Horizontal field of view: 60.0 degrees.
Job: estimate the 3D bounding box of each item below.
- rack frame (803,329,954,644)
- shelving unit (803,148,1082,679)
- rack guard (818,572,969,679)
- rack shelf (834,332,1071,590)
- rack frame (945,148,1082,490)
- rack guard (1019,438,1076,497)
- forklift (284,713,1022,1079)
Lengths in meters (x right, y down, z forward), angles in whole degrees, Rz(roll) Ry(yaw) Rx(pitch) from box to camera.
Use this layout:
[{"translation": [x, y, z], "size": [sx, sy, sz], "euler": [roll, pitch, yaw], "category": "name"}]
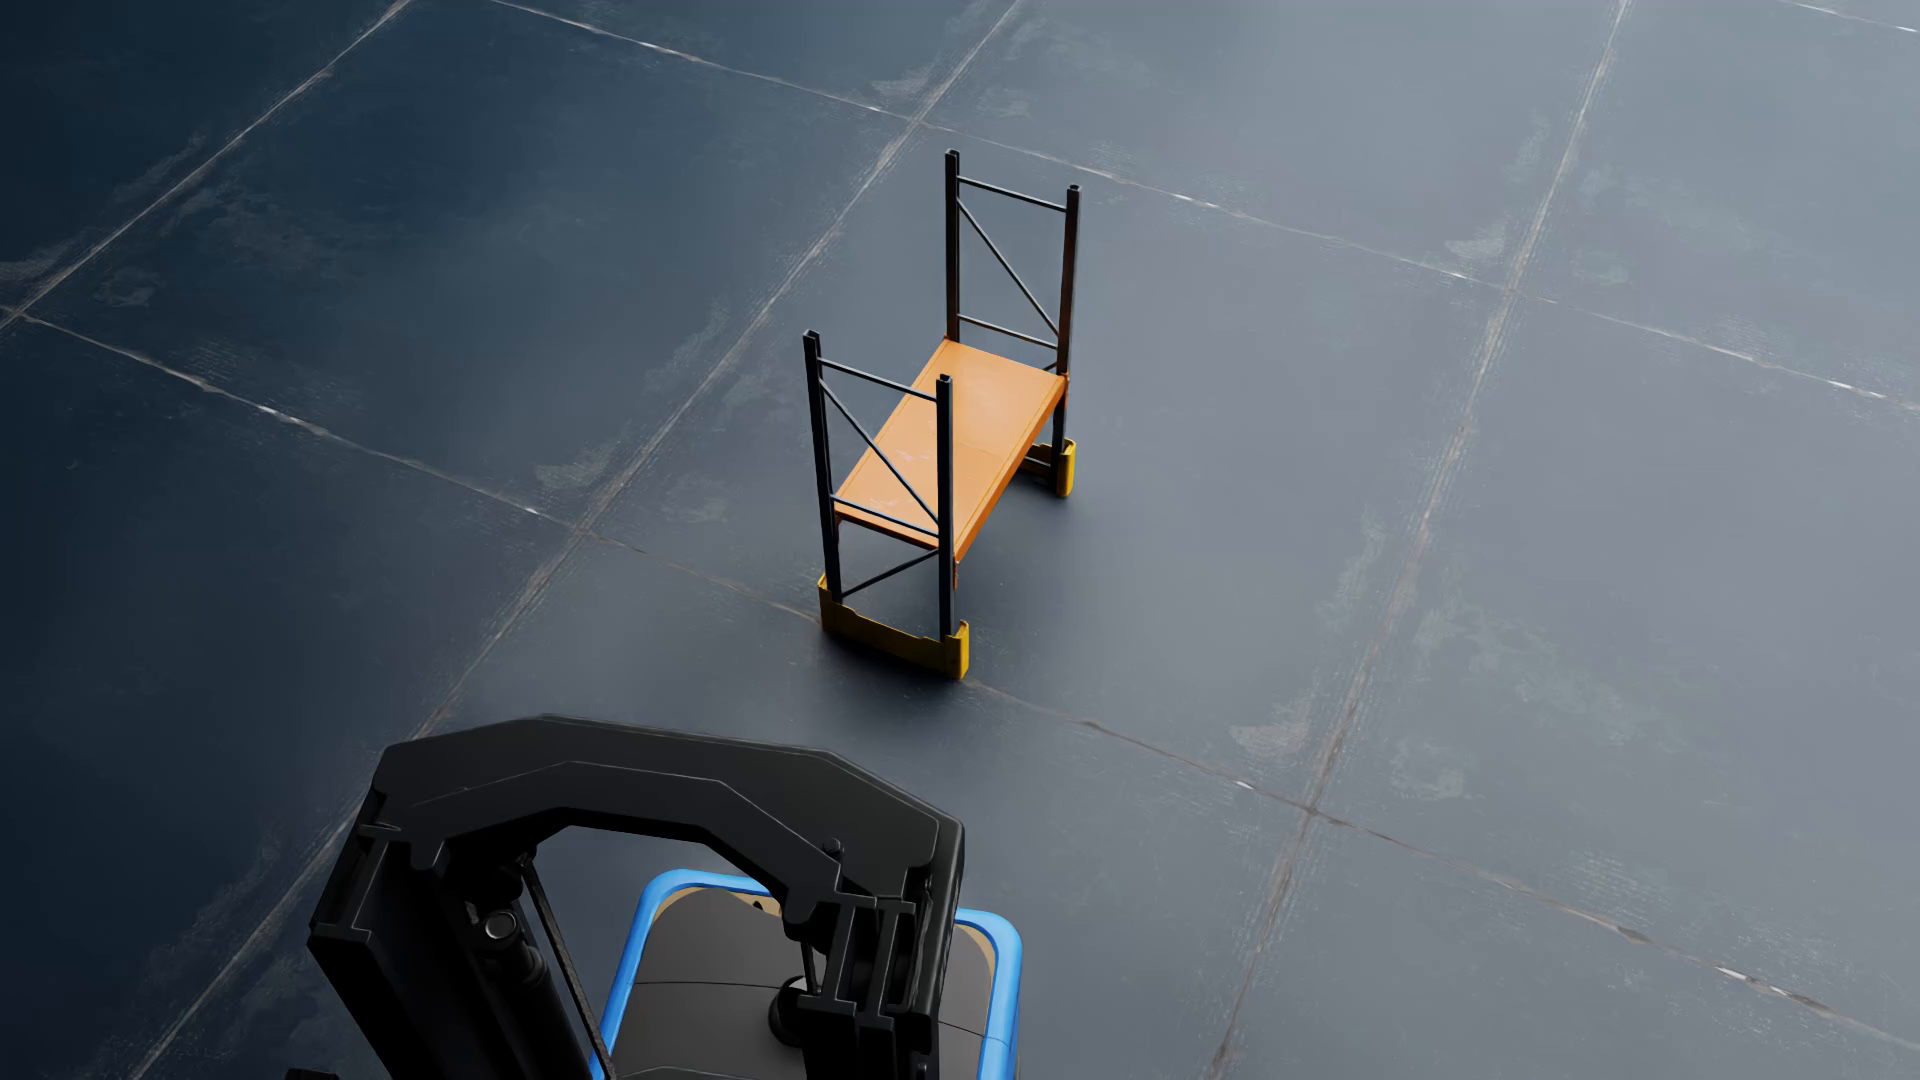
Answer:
[{"translation": [-0.254, -0.077, 5.646], "size": [0.500, 1.500, 0.032], "euler": [20, 52, 16], "category": "rack frame"}, {"translation": [-0.033, -0.434, 5.949], "size": [0.587, 1.500, 1.083], "euler": [20, 52, 16], "category": "shelving unit"}, {"translation": [-0.245, 0.314, 6.133], "size": [0.587, 0.250, 0.087], "euler": [20, 52, 16], "category": "rack guard"}, {"translation": [-0.036, -0.311, 6.081], "size": [0.538, 0.185, 1.000], "euler": [20, 52, 16], "category": "rack shelf"}, {"translation": [0.181, -0.777, 6.242], "size": [0.500, 1.500, 0.032], "euler": [20, 52, 16], "category": "rack frame"}, {"translation": [0.180, -0.371, 6.717], "size": [0.587, 0.250, 0.087], "euler": [20, 52, 16], "category": "rack guard"}, {"translation": [-0.561, 1.782, 3.124], "size": [1.130, 2.935, 3.031], "euler": [7, 50, 6], "category": "forklift"}]
